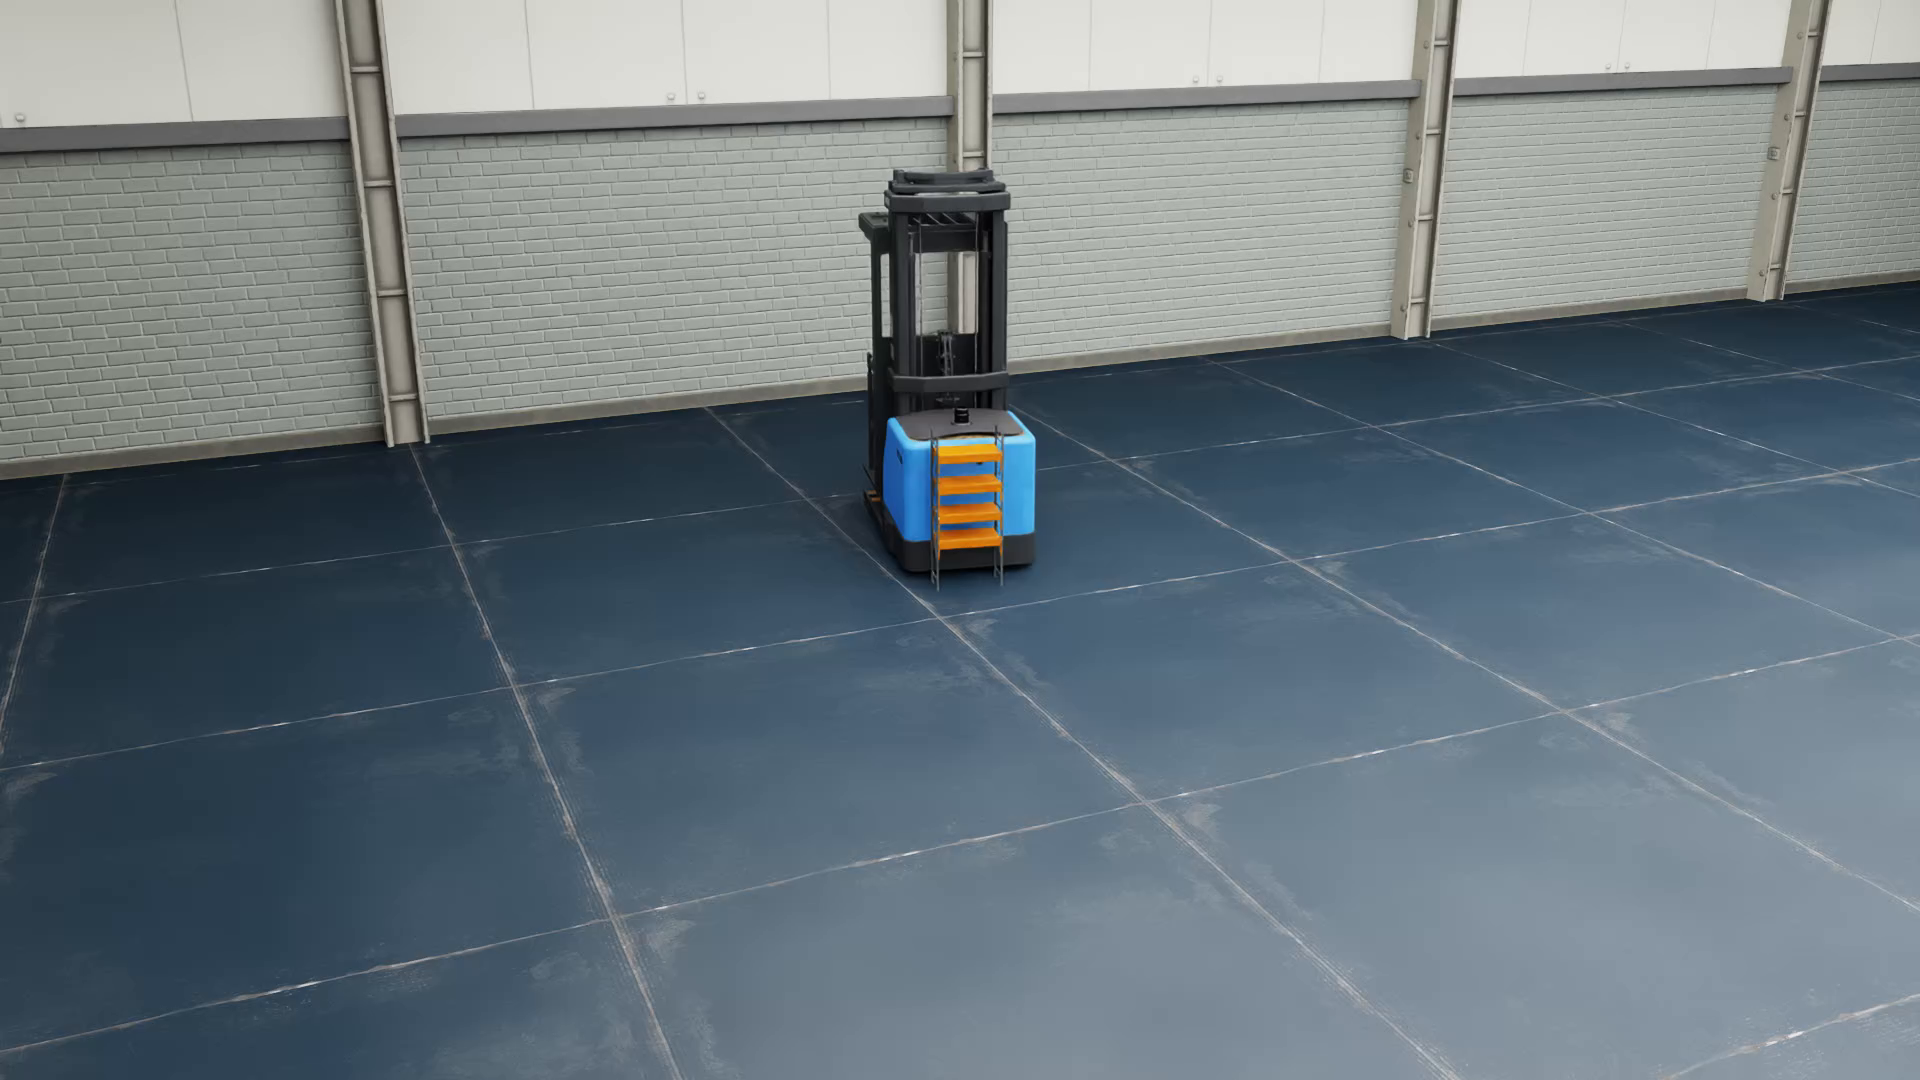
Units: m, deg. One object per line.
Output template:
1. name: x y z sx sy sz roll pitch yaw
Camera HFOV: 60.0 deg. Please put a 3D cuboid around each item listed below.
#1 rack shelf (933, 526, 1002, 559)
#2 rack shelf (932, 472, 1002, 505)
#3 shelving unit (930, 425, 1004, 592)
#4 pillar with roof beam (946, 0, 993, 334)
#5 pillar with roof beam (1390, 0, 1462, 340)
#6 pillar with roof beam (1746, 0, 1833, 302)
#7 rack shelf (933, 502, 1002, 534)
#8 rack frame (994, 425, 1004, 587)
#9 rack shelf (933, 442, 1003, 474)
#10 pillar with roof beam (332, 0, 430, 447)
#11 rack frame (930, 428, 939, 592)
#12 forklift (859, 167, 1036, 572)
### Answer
1. rack shelf: 0.052 0.017 12.466 0.480 0.148 0.258 -4 20 -11
2. rack shelf: 0.052 -0.381 12.325 0.480 0.148 0.258 -4 20 -11
3. shelving unit: 0.052 -0.233 12.377 0.503 1.200 0.258 -4 20 -11
4. pillar with roof beam: 1.806 -4.692 13.298 0.400 9.000 9.100 -8 21 -22
5. pillar with roof beam: 7.315 -5.481 15.539 0.400 9.000 9.100 -8 21 -22
6. pillar with roof beam: 12.825 -6.270 17.781 0.400 9.000 9.100 -8 21 -22
7. rack shelf: 0.052 -0.170 12.400 0.480 0.148 0.258 -4 20 -11
8. rack frame: 0.291 -0.250 12.424 0.015 1.200 0.240 -4 20 -11
9. rack shelf: 0.052 -0.604 12.246 0.480 0.148 0.258 -4 20 -11
10. pillar with roof beam: -3.703 -3.903 11.056 0.400 9.000 9.100 -8 21 -22
11. rack frame: -0.187 -0.217 12.331 0.015 1.200 0.240 -4 20 -11
12. forklift: -0.213 -1.596 13.640 1.130 2.935 3.031 -4 20 -11
